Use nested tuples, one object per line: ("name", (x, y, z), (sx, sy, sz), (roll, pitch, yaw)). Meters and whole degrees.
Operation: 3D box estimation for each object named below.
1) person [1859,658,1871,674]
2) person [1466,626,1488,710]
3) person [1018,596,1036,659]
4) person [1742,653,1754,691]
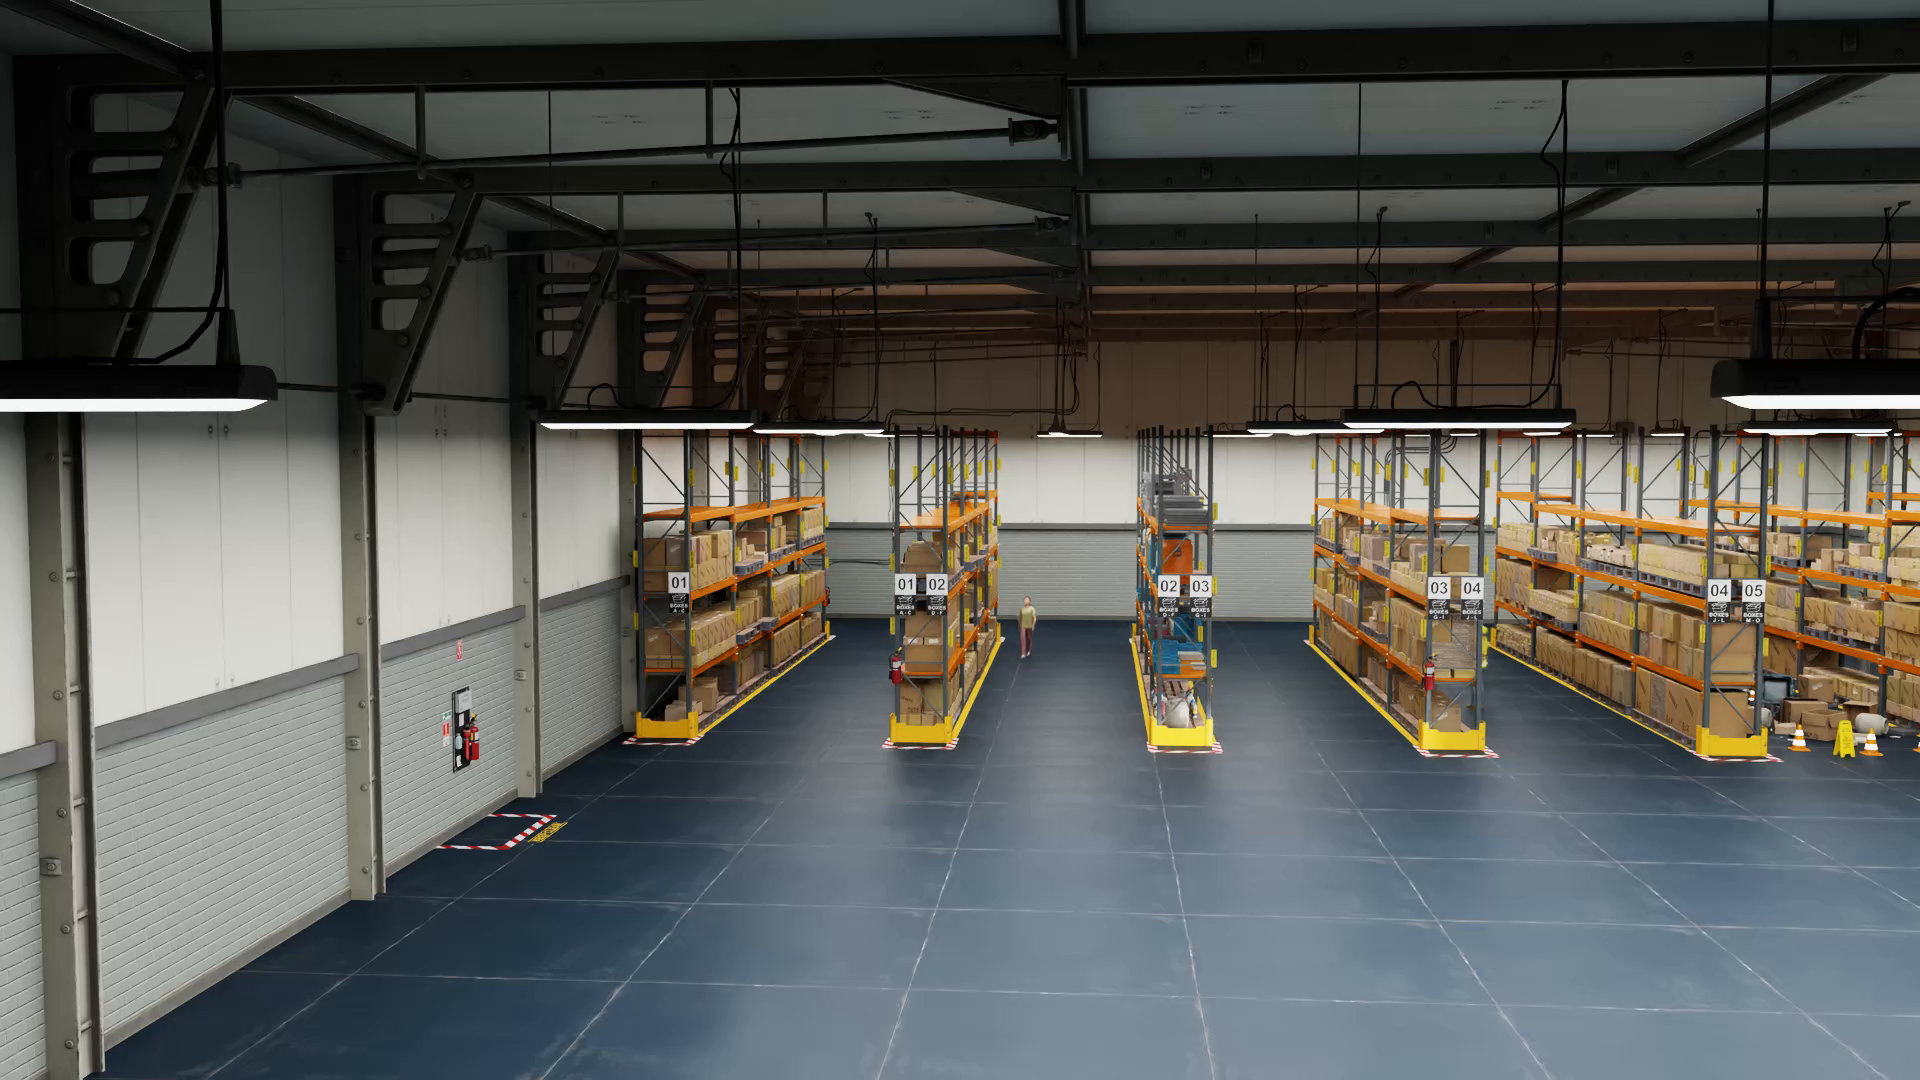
("person", (21.956, 2.421, 40.372), (0.433, 1.779, 0.589), (3, 4, 39))
("person", (11.045, 2.715, 35.459), (0.448, 1.775, 0.593), (2, 4, 27))
("person", (1.754, 2.284, 43.606), (0.472, 1.604, 1.039), (0, 3, 2))
("person", (17.824, 2.607, 37.807), (0.523, 1.679, 0.758), (-1, 3, -8))
